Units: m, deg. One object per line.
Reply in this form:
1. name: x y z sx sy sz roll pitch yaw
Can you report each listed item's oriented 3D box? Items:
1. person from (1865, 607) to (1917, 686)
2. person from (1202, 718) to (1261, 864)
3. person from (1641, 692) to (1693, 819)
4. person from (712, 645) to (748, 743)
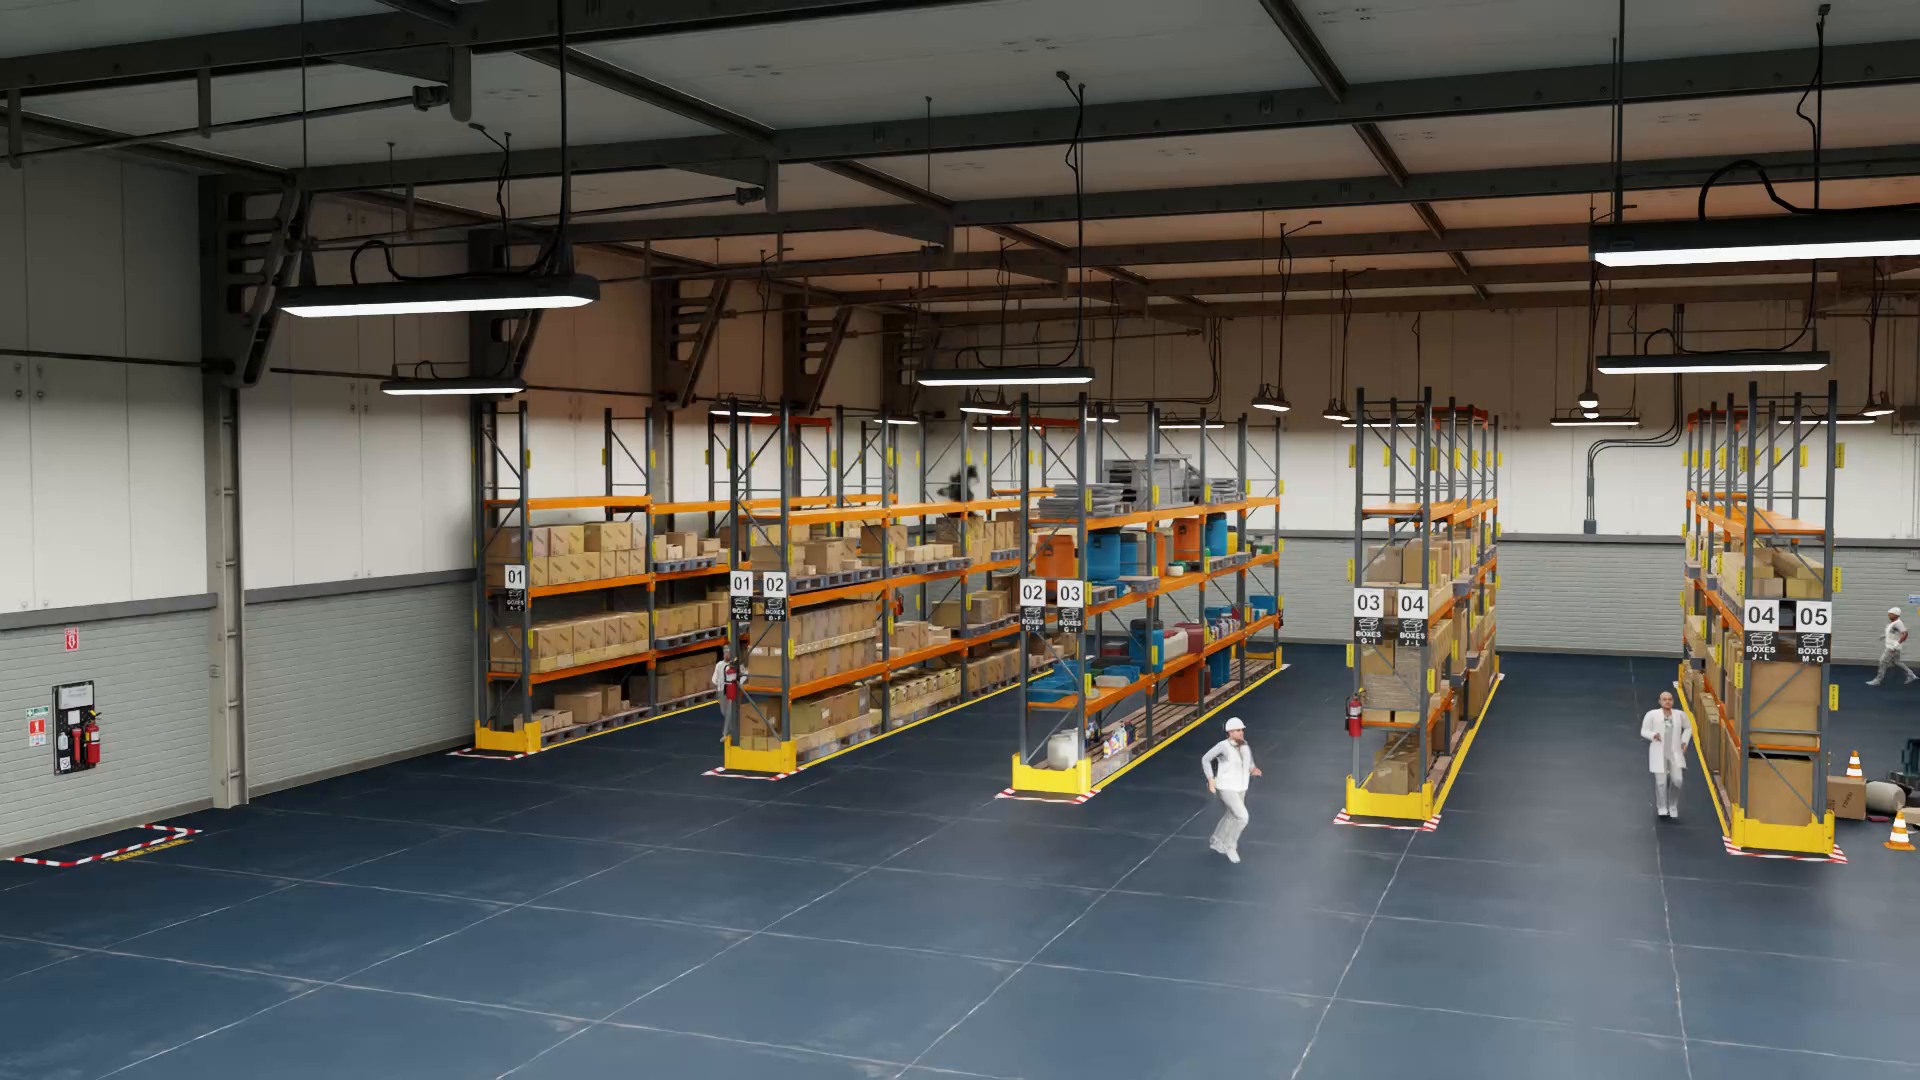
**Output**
1. person: 20.350 2.332 36.299 0.993 1.747 0.739 1 3 27
2. person: 3.408 3.112 20.715 0.621 1.798 0.811 -2 4 -41
3. person: 9.823 3.001 23.079 0.693 1.768 0.680 1 3 17
4. person: -4.117 2.711 29.620 0.616 1.692 0.901 0 3 10
